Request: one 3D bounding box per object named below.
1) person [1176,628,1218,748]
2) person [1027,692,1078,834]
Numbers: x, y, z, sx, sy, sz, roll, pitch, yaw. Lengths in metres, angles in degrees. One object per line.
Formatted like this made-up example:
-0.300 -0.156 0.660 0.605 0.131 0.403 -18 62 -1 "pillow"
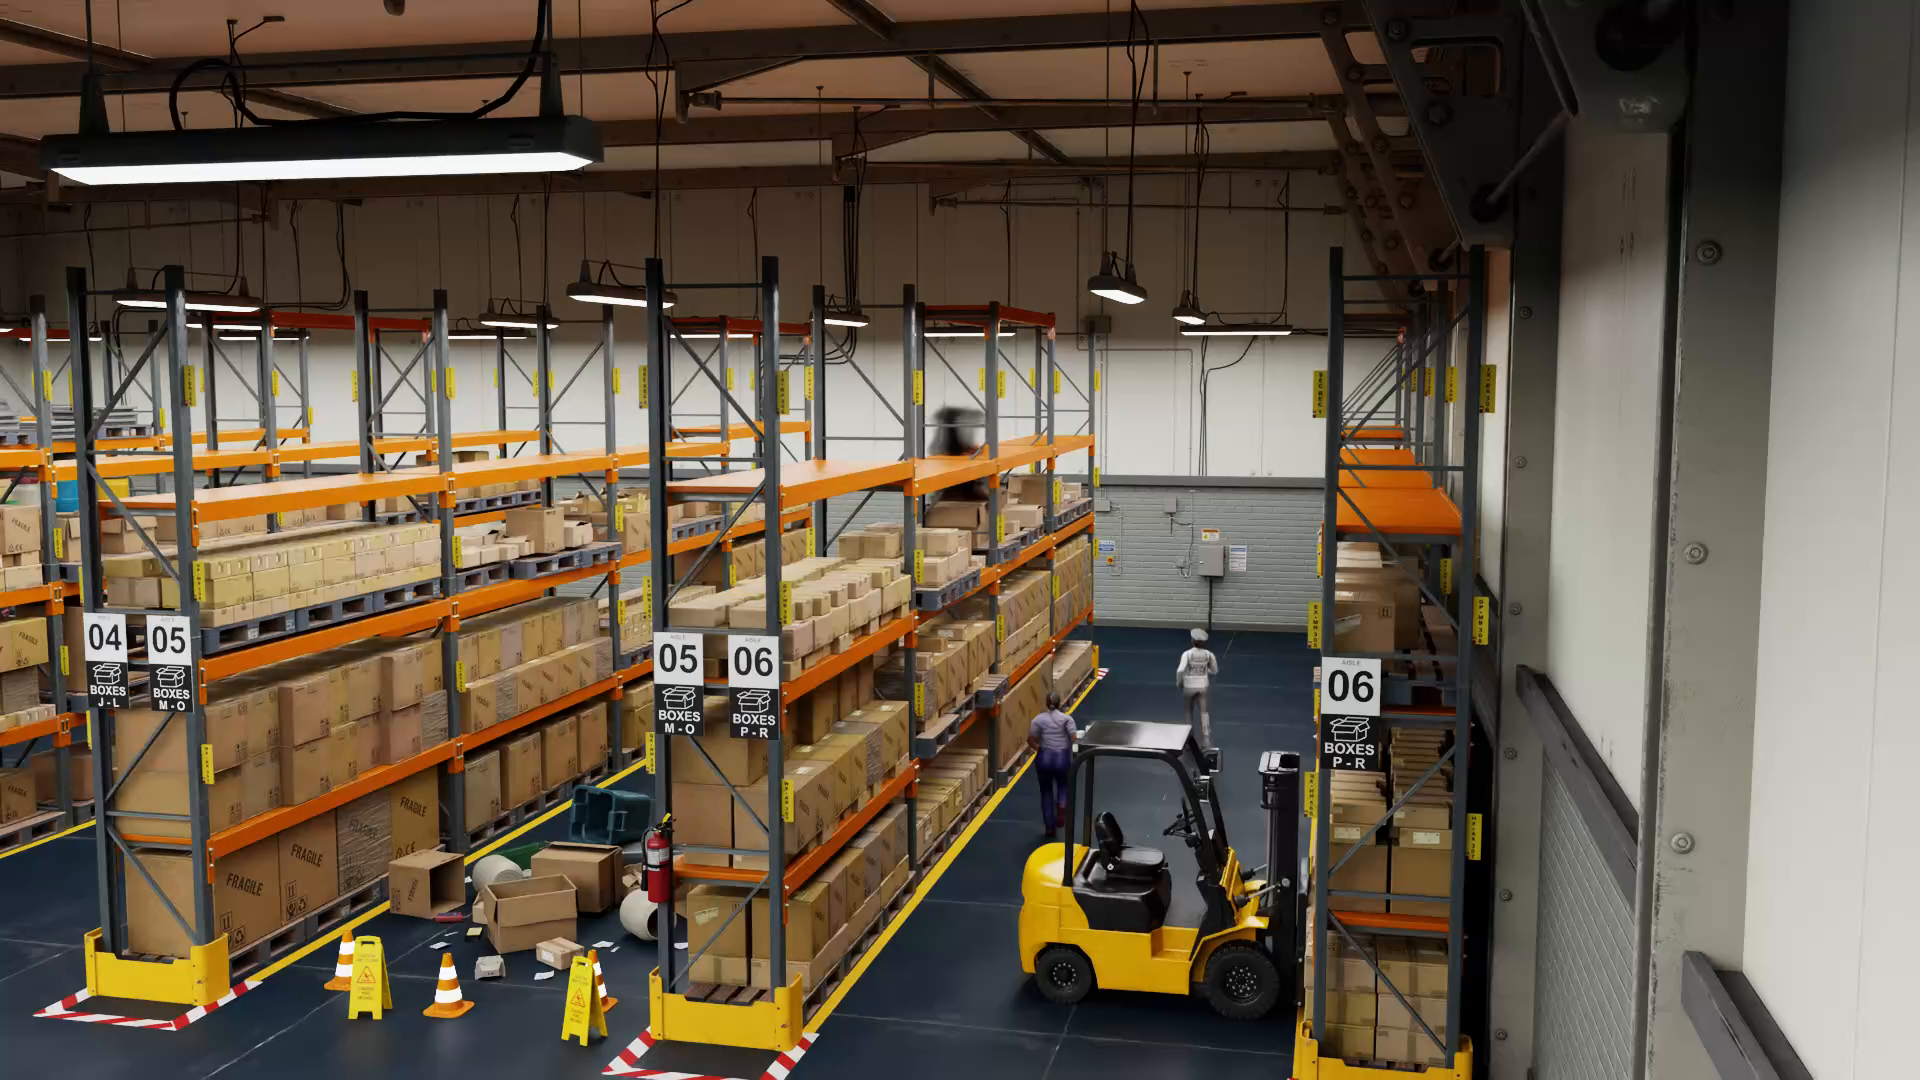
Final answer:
3.227 2.027 22.726 0.608 1.666 0.813 0 6 -2 "person"
1.057 2.501 18.667 0.604 1.605 0.580 1 6 9 "person"
